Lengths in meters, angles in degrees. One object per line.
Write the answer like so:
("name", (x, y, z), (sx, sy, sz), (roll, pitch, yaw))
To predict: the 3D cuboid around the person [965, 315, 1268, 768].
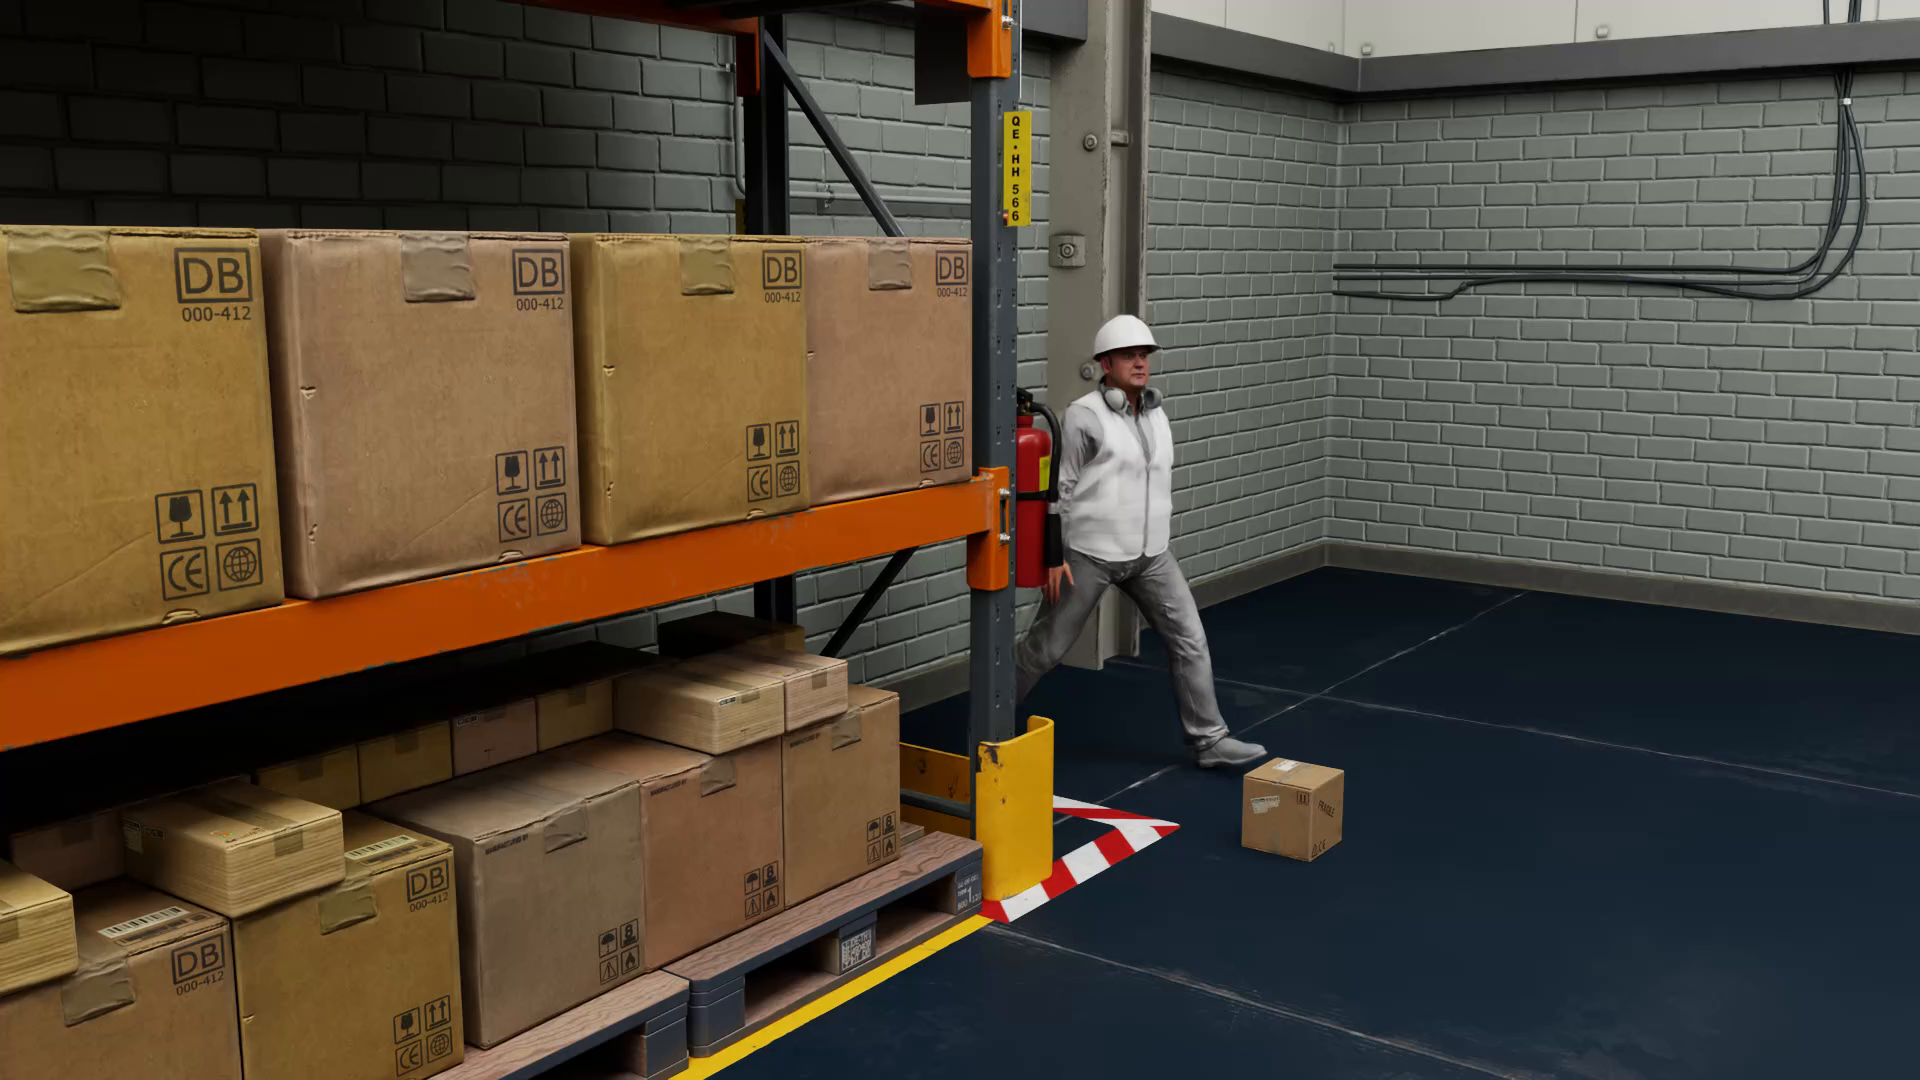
("person", (0.564, 0.030, 6.240), (0.909, 1.730, 0.869), (-7, 12, -34))
